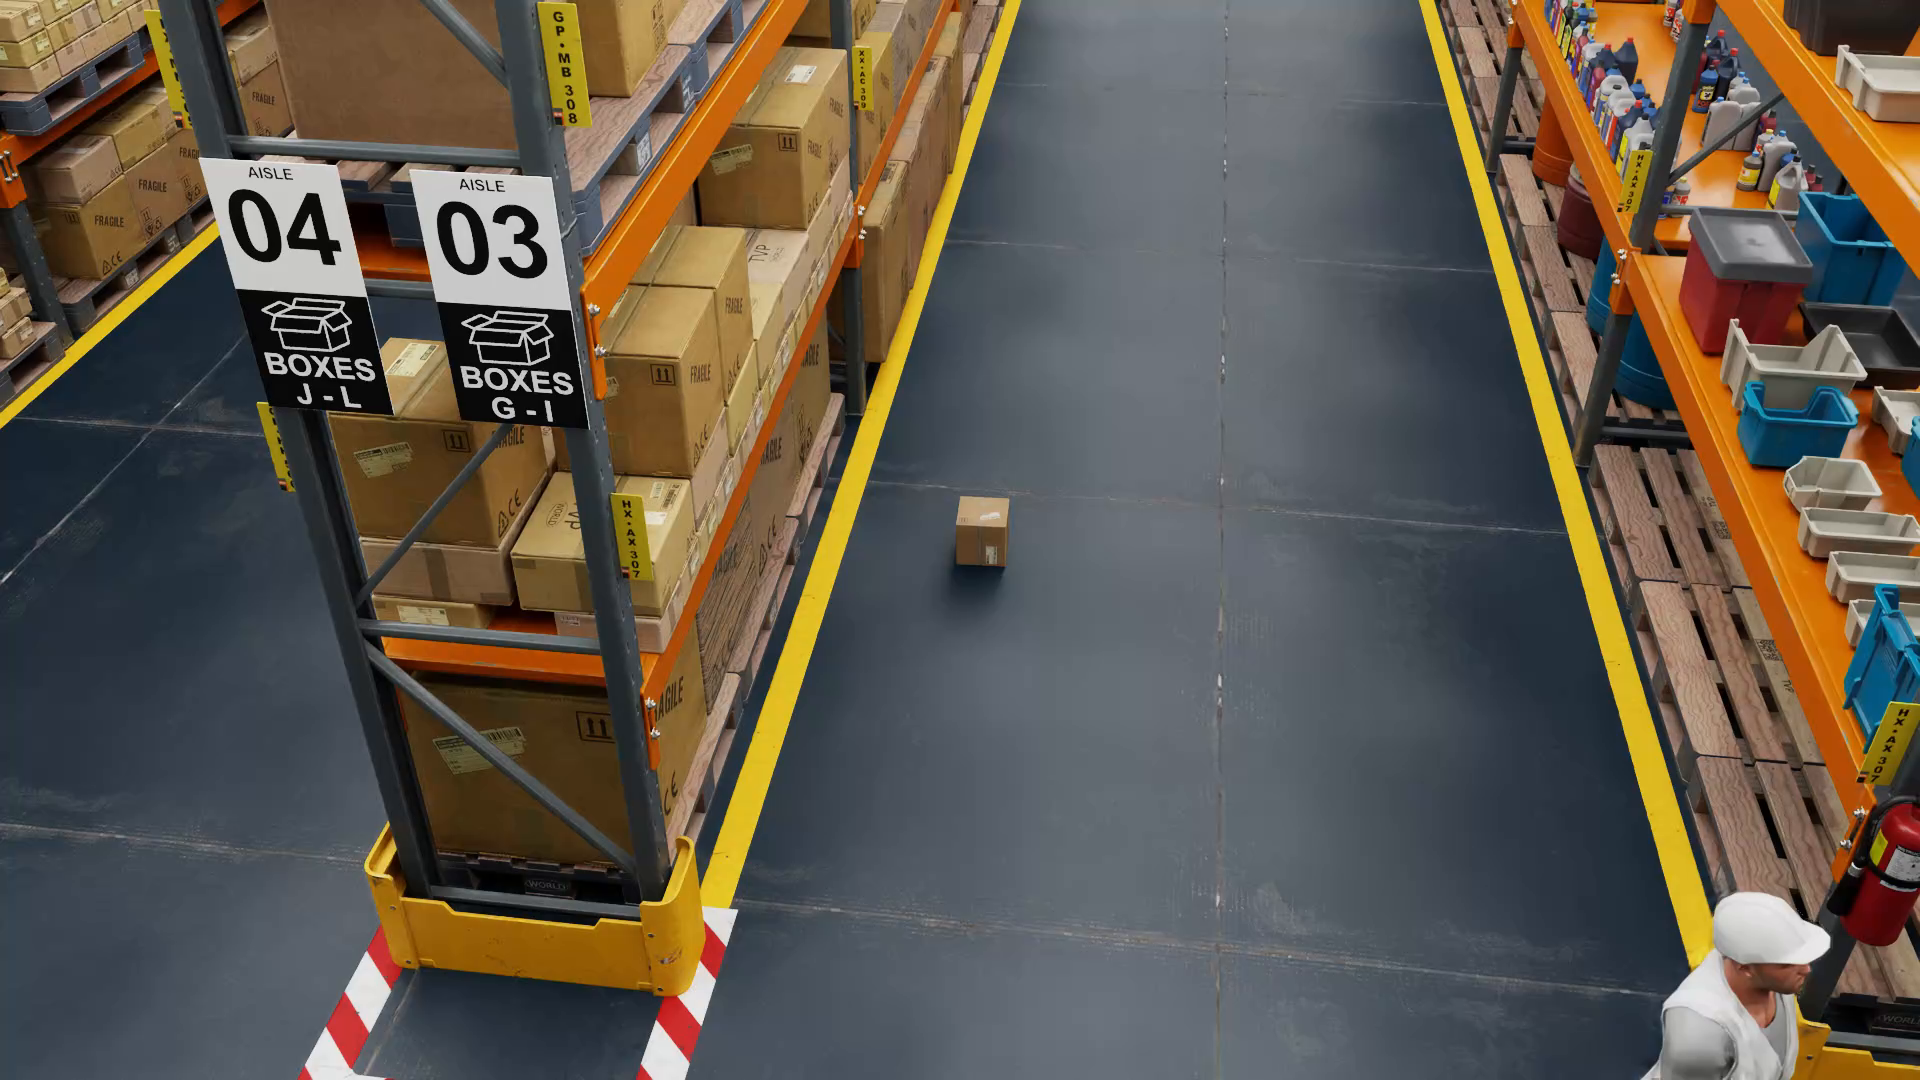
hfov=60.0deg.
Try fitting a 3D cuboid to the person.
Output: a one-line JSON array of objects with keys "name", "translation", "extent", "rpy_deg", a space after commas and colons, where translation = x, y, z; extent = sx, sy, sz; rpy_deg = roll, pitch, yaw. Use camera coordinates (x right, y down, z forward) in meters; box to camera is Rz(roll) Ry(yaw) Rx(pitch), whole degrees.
[{"name": "person", "translation": [2.073, 1.643, 4.737], "extent": [0.516, 1.754, 0.996], "rpy_deg": [-24, 42, -29]}]
